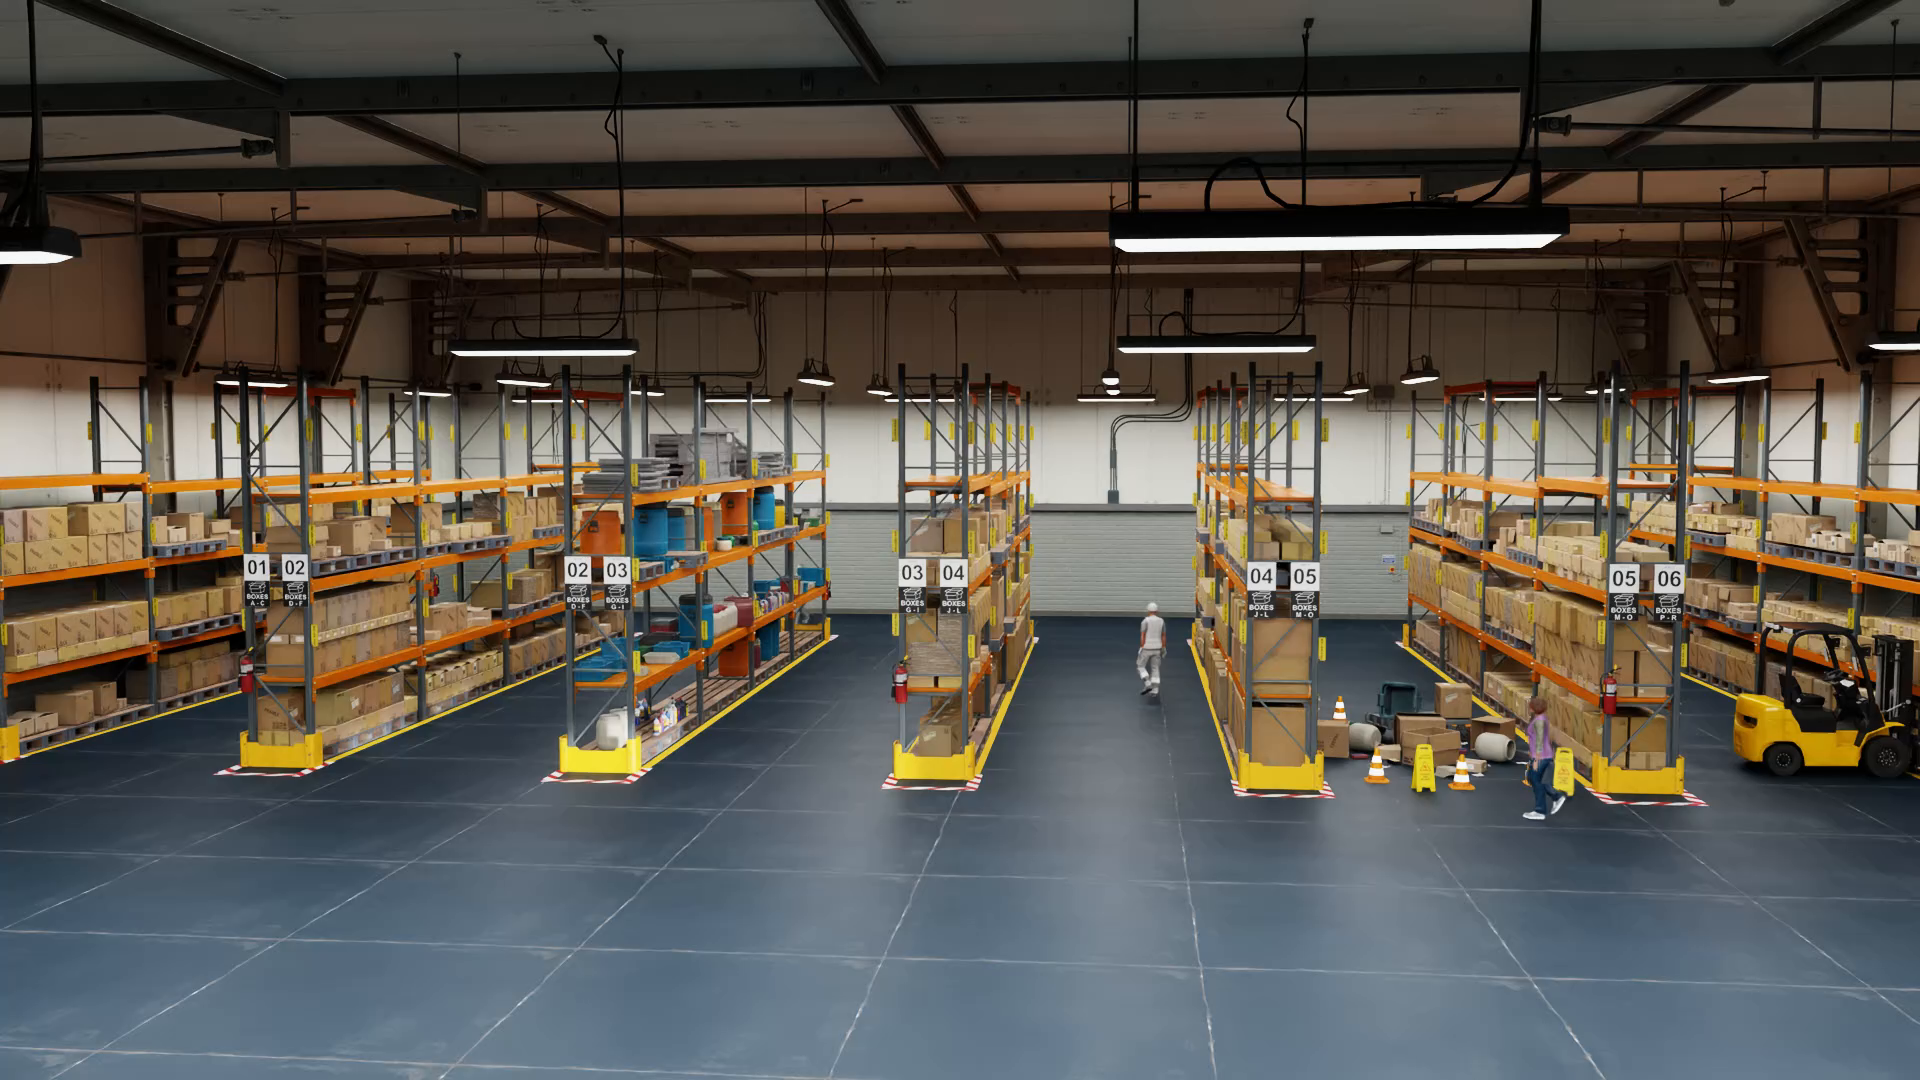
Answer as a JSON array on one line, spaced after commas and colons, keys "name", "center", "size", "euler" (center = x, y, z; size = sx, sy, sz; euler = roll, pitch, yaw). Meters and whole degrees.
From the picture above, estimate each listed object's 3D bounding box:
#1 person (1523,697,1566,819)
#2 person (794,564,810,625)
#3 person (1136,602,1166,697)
[{"name": "person", "center": [7.561, 2.815, 21.473], "size": [0.518, 1.584, 0.419], "euler": [1, 4, 19]}, {"name": "person", "center": [-4.143, 1.411, 43.013], "size": [0.437, 1.620, 1.016], "euler": [2, 4, 33]}, {"name": "person", "center": [3.653, 2.085, 31.553], "size": [0.599, 1.789, 0.484], "euler": [-1, 4, -21]}]
